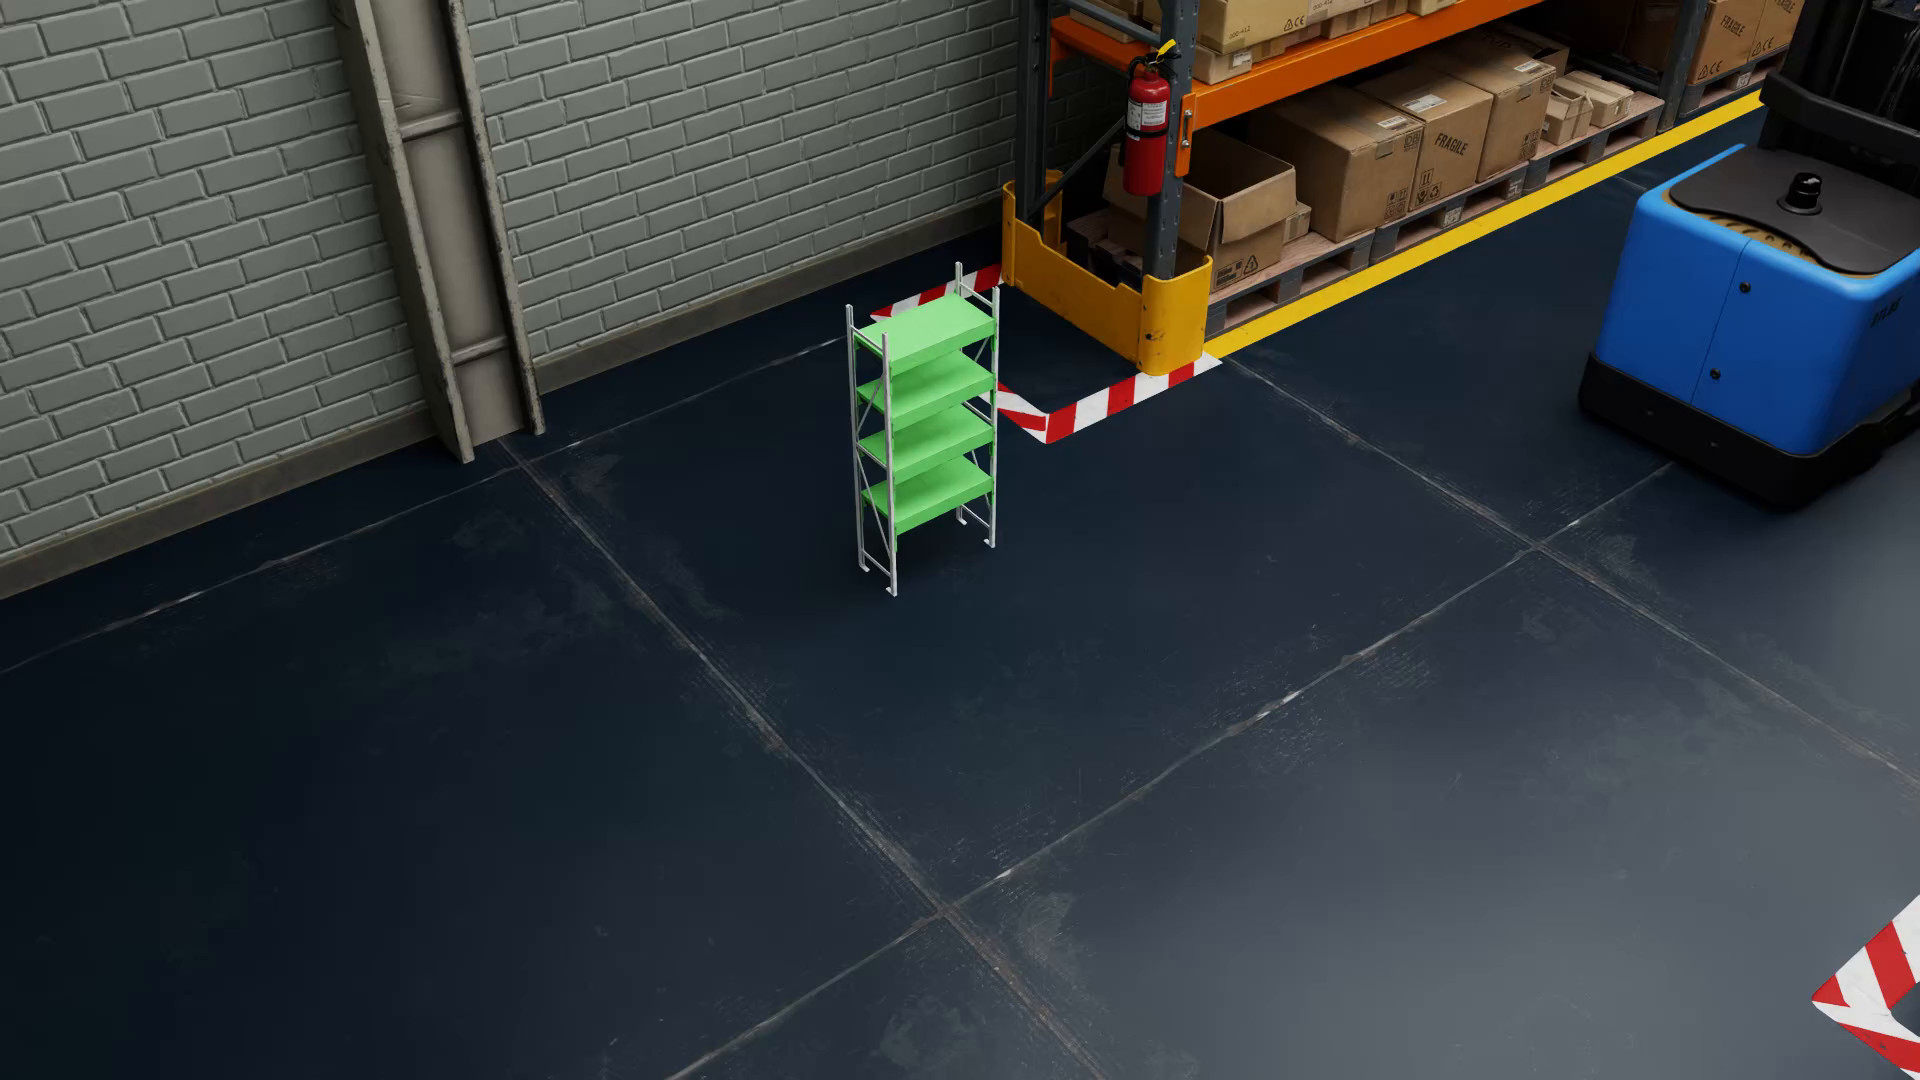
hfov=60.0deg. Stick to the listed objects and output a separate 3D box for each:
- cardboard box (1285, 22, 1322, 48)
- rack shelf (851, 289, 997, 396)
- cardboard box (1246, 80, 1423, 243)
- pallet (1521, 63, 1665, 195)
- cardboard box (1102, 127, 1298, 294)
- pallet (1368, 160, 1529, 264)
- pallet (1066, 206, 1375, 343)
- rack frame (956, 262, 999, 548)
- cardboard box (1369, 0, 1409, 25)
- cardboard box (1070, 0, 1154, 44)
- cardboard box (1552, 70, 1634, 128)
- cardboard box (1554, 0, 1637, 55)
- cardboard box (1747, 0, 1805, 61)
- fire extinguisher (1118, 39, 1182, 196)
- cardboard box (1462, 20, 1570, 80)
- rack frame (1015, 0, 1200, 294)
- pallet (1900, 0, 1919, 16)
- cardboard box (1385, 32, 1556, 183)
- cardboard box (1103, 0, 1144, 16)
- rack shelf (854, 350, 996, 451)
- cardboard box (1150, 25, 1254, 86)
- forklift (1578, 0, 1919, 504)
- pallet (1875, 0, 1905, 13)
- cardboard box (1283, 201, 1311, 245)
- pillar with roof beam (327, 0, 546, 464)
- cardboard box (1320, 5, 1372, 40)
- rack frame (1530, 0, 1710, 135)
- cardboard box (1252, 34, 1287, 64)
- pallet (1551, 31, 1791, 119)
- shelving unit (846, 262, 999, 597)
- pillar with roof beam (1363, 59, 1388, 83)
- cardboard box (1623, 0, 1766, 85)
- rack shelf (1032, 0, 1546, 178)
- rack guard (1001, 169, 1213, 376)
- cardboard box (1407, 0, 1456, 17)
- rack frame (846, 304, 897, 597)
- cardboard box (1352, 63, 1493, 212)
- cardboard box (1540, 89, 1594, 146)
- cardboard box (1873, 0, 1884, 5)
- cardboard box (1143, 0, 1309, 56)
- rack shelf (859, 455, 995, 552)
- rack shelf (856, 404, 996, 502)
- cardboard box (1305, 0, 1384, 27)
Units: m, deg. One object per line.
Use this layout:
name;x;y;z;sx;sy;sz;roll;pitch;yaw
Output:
cardboard box;1.402;-2.361;7.461;0.250;0.149;0.380;-27;46;-29
rack shelf;-0.131;-0.722;6.028;0.480;0.148;0.258;-26;46;-28
cardboard box;1.858;-1.924;8.370;0.500;0.500;0.700;-24;45;-26
pallet;3.240;-2.431;9.548;1.213;0.211;1.003;-26;46;-28
cardboard box;1.156;-1.615;7.990;0.637;0.503;0.797;-28;47;-30
pallet;2.272;-1.957;8.970;1.213;0.211;1.003;-26;46;-28
pallet;1.305;-1.488;8.398;1.213;0.211;1.003;-26;46;-28
rack frame;0.062;-0.494;6.406;0.015;1.200;0.240;-26;46;-28
cardboard box;1.847;-2.534;7.671;0.250;0.149;0.380;-25;46;-27
cardboard box;0.713;-2.395;7.502;0.250;0.149;0.380;-27;46;-29
cardboard box;3.522;-2.472;9.315;0.250;0.149;0.380;-27;47;-29
cardboard box;3.994;-3.309;10.058;0.500;0.500;0.500;-26;46;-28
cardboard box;4.722;-3.255;9.993;0.500;0.500;0.500;-27;46;-29
fire extinguisher;0.779;-1.765;6.892;0.183;0.674;0.296;-26;46;-28
cardboard box;3.117;-2.761;9.539;0.500;0.311;0.500;-24;45;-27
rack frame;0.614;-2.229;7.102;0.127;3.000;1.000;-26;46;-28
pallet;6.342;-3.973;11.426;1.213;0.211;1.003;-26;46;-28
cardboard box;2.681;-2.325;8.859;0.500;0.500;0.700;-28;47;-30
cardboard box;0.817;-2.597;7.434;0.500;0.250;0.500;-25;45;-27
rack shelf;-0.131;-0.536;6.180;0.480;0.148;0.258;-26;46;-28
cardboard box;1.041;-2.121;7.168;0.250;0.149;0.380;-26;46;-28
forklift;4.208;-2.063;6.954;3.031;2.935;1.130;-28;47;-30
pallet;5.375;-3.504;10.855;1.213;0.211;1.003;-26;46;-28
cardboard box;1.517;-1.622;8.279;0.250;0.149;0.380;-28;47;-30
pillar with roof beam;0.550;-1.794;1.842;0.400;9.000;9.100;-26;46;-28
cardboard box;1.640;-2.428;7.543;0.250;0.149;0.380;-25;45;-27
rack frame;3.785;-3.775;8.986;0.127;3.000;1.000;-26;46;-28
cardboard box;1.215;-2.242;7.316;0.250;0.149;0.380;-25;45;-27
pallet;4.407;-3.030;10.277;1.213;0.211;1.003;-26;46;-28
shelving unit;-0.131;-0.400;6.291;0.503;1.200;0.258;-26;46;-28
pillar with roof beam;5.307;-4.113;4.669;0.400;9.000;9.100;-26;46;-28
cardboard box;4.306;-3.044;9.736;0.500;0.500;0.500;-24;45;-26
rack shelf;2.199;-2.723;8.272;4.000;0.370;1.077;-26;46;-28
rack guard;0.674;-1.292;7.930;0.348;0.500;1.175;-26;46;-28
cardboard box;2.093;-2.593;7.744;0.250;0.149;0.380;-27;47;-29
rack frame;-0.325;-0.306;6.176;0.015;1.200;0.240;-26;46;-28
cardboard box;2.338;-2.078;8.558;0.500;0.500;0.500;-25;46;-27
cardboard box;3.239;-2.379;9.109;0.258;0.266;0.396;-24;45;-27
cardboard box;5.535;-3.643;10.466;0.500;0.500;0.500;-28;47;-30
cardboard box;1.138;-2.326;7.103;0.500;0.250;0.500;-26;46;-28
rack shelf;-0.131;-0.165;6.484;0.480;0.148;0.258;-26;46;-28
rack shelf;-0.131;-0.350;6.332;0.480;0.148;0.258;-26;46;-28
cardboard box;1.537;-2.520;7.341;0.500;0.250;0.500;-25;46;-28
